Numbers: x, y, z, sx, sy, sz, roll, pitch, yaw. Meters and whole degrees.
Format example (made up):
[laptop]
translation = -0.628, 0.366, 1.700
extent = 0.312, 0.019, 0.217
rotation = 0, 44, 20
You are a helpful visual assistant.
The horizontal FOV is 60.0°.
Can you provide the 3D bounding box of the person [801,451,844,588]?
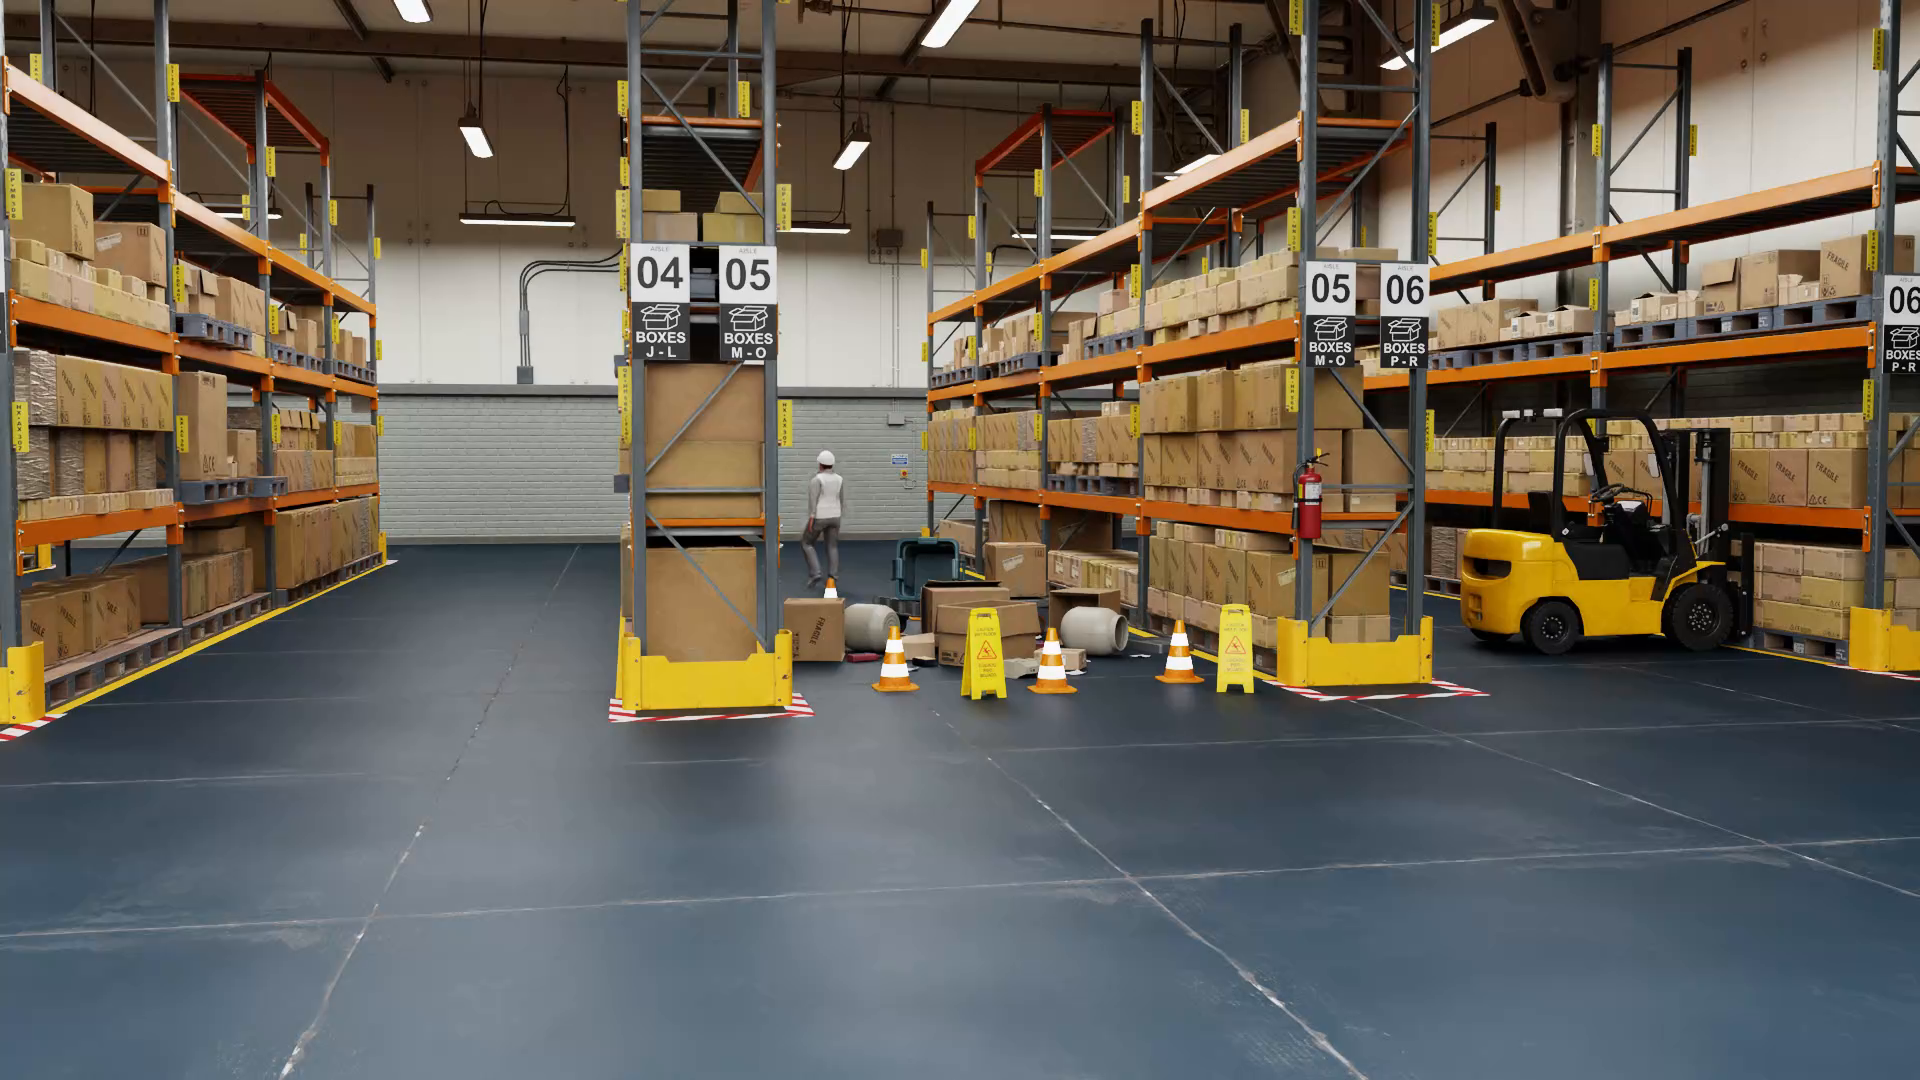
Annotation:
[person]
translation = -1.787, -0.253, 21.755
extent = 0.577, 1.821, 0.542
rotation = -2, 4, -35
